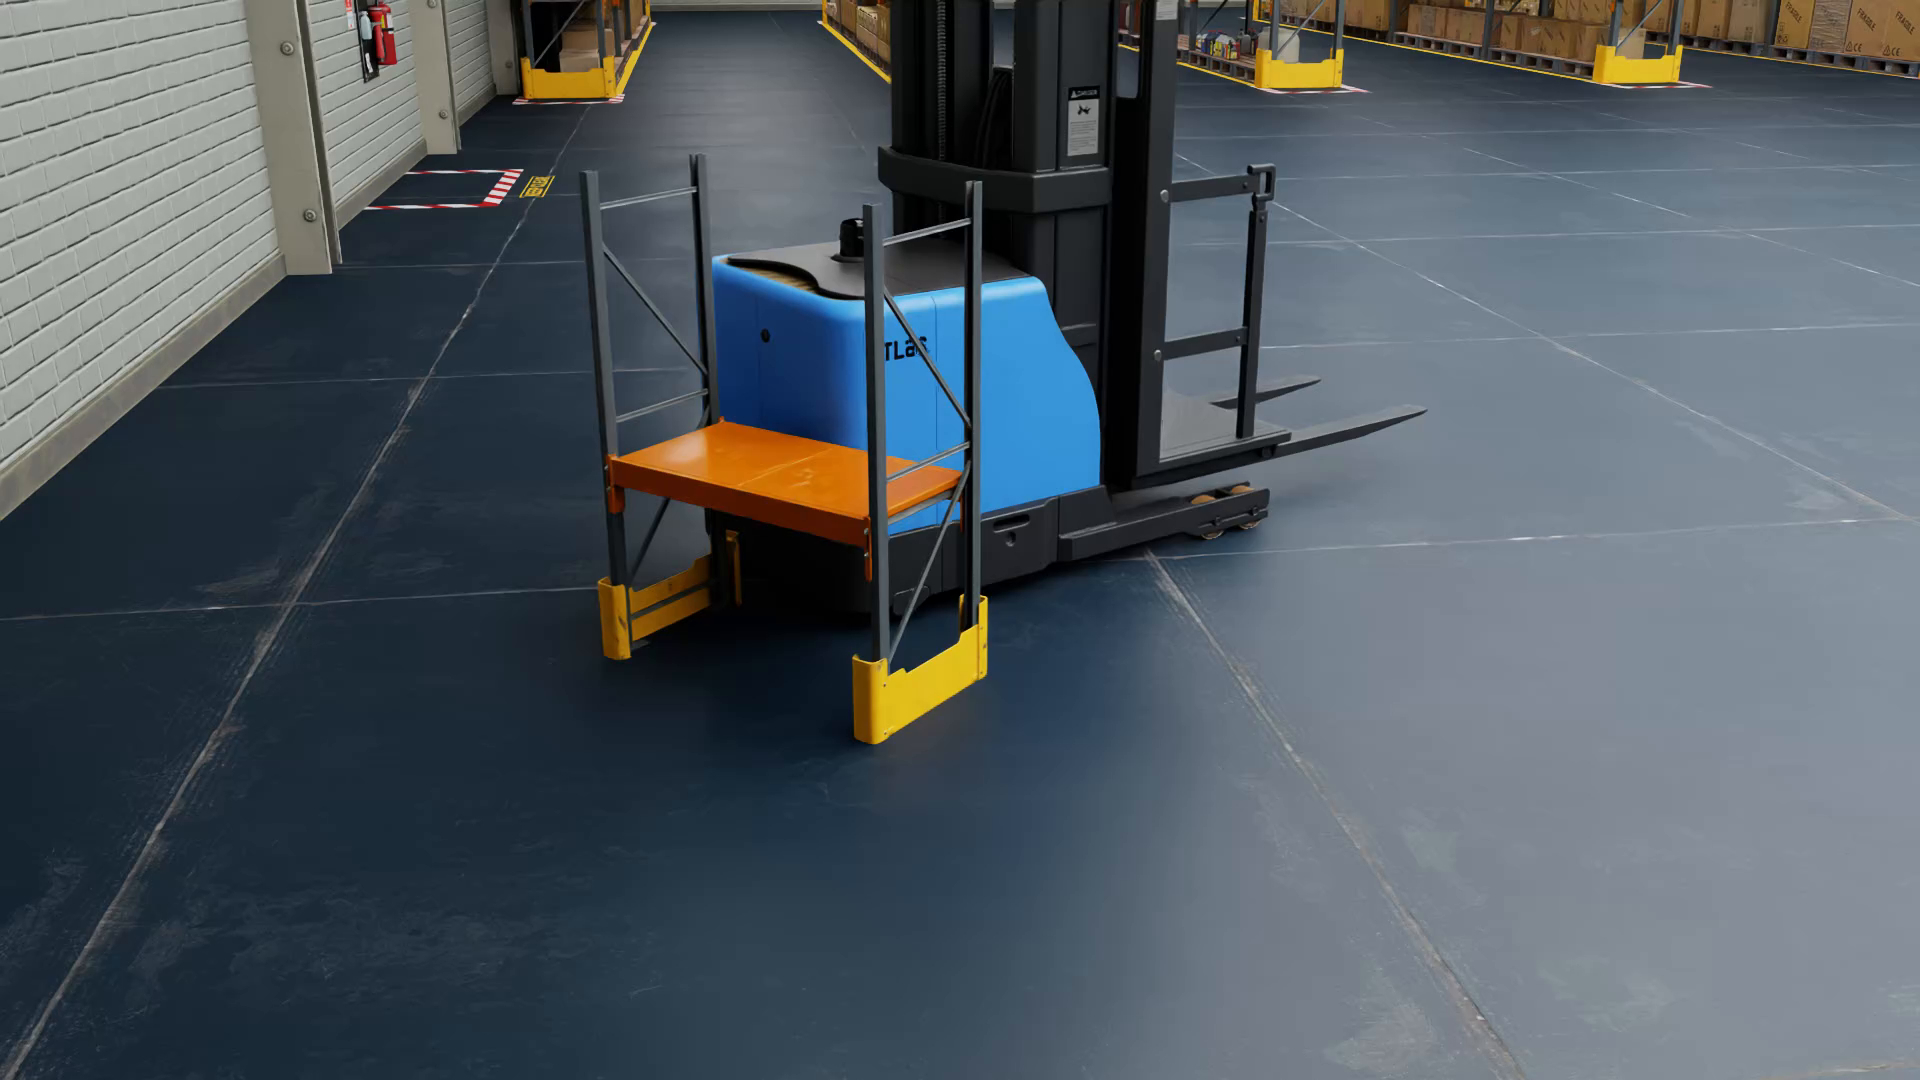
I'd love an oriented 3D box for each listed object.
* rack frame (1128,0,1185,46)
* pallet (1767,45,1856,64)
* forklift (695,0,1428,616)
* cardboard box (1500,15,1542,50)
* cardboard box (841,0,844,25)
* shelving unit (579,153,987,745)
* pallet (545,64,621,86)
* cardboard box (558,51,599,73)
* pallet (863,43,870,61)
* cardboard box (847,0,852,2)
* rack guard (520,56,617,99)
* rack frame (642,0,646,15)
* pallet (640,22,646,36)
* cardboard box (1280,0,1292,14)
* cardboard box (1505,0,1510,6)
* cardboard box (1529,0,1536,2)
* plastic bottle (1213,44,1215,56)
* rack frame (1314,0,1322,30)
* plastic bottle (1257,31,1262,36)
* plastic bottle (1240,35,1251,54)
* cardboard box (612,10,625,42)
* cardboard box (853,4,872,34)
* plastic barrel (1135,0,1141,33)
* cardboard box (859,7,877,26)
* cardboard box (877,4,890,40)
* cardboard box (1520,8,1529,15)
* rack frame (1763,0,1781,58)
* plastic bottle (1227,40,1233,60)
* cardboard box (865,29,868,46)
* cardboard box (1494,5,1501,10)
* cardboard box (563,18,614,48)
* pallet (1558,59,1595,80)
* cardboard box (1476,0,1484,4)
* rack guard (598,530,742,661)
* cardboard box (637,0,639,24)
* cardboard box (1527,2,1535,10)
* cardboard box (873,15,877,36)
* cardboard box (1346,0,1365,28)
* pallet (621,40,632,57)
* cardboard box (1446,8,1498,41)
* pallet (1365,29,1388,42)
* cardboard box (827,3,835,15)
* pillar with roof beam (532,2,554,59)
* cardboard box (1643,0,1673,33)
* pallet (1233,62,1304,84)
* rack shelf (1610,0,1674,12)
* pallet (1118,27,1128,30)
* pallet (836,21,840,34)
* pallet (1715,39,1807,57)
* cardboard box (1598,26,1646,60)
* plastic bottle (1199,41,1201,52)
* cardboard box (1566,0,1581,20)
[{"bbox_3d":[3.578,-10.432,29.859,1.000,3.000,0.127,-3,21,-8],"label":"rack frame"},{"bbox_3d":[14.011,-7.938,27.168,1.003,0.211,1.213,-3,21,-8],"label":"pallet"},{"bbox_3d":[0.564,-1.510,6.070,3.031,2.935,1.130,-14,25,-33],"label":"forklift"},{"bbox_3d":[9.074,-8.182,26.807,0.500,0.500,0.500,-4,21,-9],"label":"cardboard box"},{"bbox_3d":[-2.072,-10.423,32.781,0.500,0.500,0.500,-4,21,-10],"label":"cardboard box"},{"bbox_3d":[-0.520,-0.316,4.918,1.083,1.500,0.587,13,24,32],"label":"shelving unit"},{"bbox_3d":[-5.338,-6.587,23.550,1.003,0.211,1.213,-3,21,-8],"label":"pallet"},{"bbox_3d":[-5.083,-6.353,22.152,0.500,0.311,0.500,-5,21,-14],"label":"cardboard box"},{"bbox_3d":[-1.071,-8.168,27.785,1.003,0.211,1.213,-3,21,-8],"label":"pallet"},{"bbox_3d":[-1.855,-10.255,31.258,0.500,0.250,0.500,-3,21,-9],"label":"cardboard box"},{"bbox_3d":[-5.083,-6.017,21.613,1.175,0.500,0.348,-3,21,-8],"label":"rack guard"},{"bbox_3d":[-7.379,-12.702,35.937,1.000,3.000,0.127,-3,21,-8],"label":"rack frame"},{"bbox_3d":[-6.834,-10.278,33.433,1.003,0.211,1.213,-3,21,-8],"label":"pallet"},{"bbox_3d":[7.629,-12.120,36.816,0.875,0.875,0.875,-3,21,-8],"label":"cardboard box"},{"bbox_3d":[12.348,-11.928,36.913,0.380,0.149,0.250,-2,21,-5],"label":"cardboard box"},{"bbox_3d":[12.441,-11.618,35.659,0.380,0.149,0.250,-3,21,-7],"label":"cardboard box"},{"bbox_3d":[3.905,-7.477,25.319,0.097,0.201,0.097,0,20,0],"label":"plastic bottle"},{"bbox_3d":[7.903,-12.066,34.236,1.000,3.000,0.127,-3,21,-8],"label":"rack frame"},{"bbox_3d":[4.607,-7.625,25.502,0.144,0.351,0.185,-3,21,-8],"label":"plastic bottle"},{"bbox_3d":[4.418,-7.686,25.771,0.152,0.276,0.135,-3,21,-8],"label":"plastic bottle"},{"bbox_3d":[-6.070,-8.720,28.221,0.700,0.500,0.500,-3,21,-7],"label":"cardboard box"},{"bbox_3d":[-1.691,-9.530,30.389,0.500,0.500,0.500,-2,21,-6],"label":"cardboard box"},{"bbox_3d":[3.491,-9.780,30.616,0.600,0.830,0.708,-3,21,-8],"label":"plastic barrel"},{"bbox_3d":[-1.455,-8.977,28.492,0.500,0.311,0.500,-3,21,-9],"label":"cardboard box"},{"bbox_3d":[-0.990,-7.882,25.290,0.500,0.500,0.500,-3,21,-8],"label":"cardboard box"},{"bbox_3d":[12.375,-11.444,36.043,0.380,0.149,0.250,-4,21,-10],"label":"cardboard box"},{"bbox_3d":[13.979,-9.512,27.396,1.000,3.000,0.127,-3,21,-8],"label":"rack frame"},{"bbox_3d":[3.998,-7.249,24.590,0.061,0.283,0.133,-2,21,-6],"label":"plastic bottle"},{"bbox_3d":[-1.311,-8.364,27.654,0.500,0.250,0.500,-2,21,-7],"label":"cardboard box"},{"bbox_3d":[12.178,-11.890,37.237,0.380,0.149,0.250,-4,21,-10],"label":"cardboard box"},{"bbox_3d":[-5.771,-7.836,25.854,0.700,0.500,0.500,-2,21,-6],"label":"cardboard box"},{"bbox_3d":[9.540,-6.915,24.428,1.003,0.211,1.213,-3,21,-8],"label":"pallet"},{"bbox_3d":[12.054,-12.375,38.111,0.380,0.149,0.250,-3,21,-8],"label":"cardboard box"},{"bbox_3d":[-0.931,0.171,5.400,0.087,0.250,0.587,13,24,32],"label":"rack guard"},{"bbox_3d":[-6.580,-10.288,31.947,0.750,0.750,0.750,-3,21,-7],"label":"cardboard box"},{"bbox_3d":[12.414,-11.468,35.683,0.380,0.149,0.250,-4,21,-10],"label":"cardboard box"},{"bbox_3d":[-1.089,-8.095,26.132,0.500,0.311,0.500,-3,21,-8],"label":"cardboard box"},{"bbox_3d":[8.280,-10.432,32.296,1.225,0.875,0.875,-3,21,-8],"label":"cardboard box"},{"bbox_3d":[-6.114,-8.355,28.284,1.003,0.211,1.213,-3,21,-8],"label":"pallet"},{"bbox_3d":[8.858,-8.905,28.716,0.700,0.500,0.500,-5,21,-12],"label":"cardboard box"},{"bbox_3d":[8.440,-9.652,31.757,1.003,0.211,1.213,-3,21,-8],"label":"pallet"},{"bbox_3d":[-2.607,-11.495,36.008,0.500,0.250,0.500,-3,21,-8],"label":"cardboard box"},{"bbox_3d":[-2.634,-12.466,26.731,9.100,9.000,0.400,-3,21,-8],"label":"pillar with roof beam"},{"bbox_3d":[13.401,-9.824,30.847,1.050,0.750,0.750,-3,21,-8],"label":"cardboard box"},{"bbox_3d":[4.562,-6.661,23.749,1.003,0.211,1.213,-3,21,-8],"label":"pallet"},{"bbox_3d":[9.344,-8.267,25.092,1.077,0.370,4.000,-3,21,-8],"label":"rack shelf"},{"bbox_3d":[3.251,-9.818,32.201,1.003,0.211,1.213,-3,21,-8],"label":"pallet"},{"bbox_3d":[-1.999,-10.499,34.026,1.003,0.211,1.213,-3,21,-8],"label":"pallet"},{"bbox_3d":[13.793,-8.469,28.589,1.003,0.211,1.213,-3,21,-8],"label":"pallet"},{"bbox_3d":[9.559,-7.154,24.057,0.500,0.500,0.500,1,20,2],"label":"cardboard box"},{"bbox_3d":[3.796,-7.739,26.020,0.097,0.201,0.097,0,20,0],"label":"plastic bottle"},{"bbox_3d":[12.748,-10.855,33.965,0.500,0.500,0.500,-2,21,-5],"label":"cardboard box"}]
